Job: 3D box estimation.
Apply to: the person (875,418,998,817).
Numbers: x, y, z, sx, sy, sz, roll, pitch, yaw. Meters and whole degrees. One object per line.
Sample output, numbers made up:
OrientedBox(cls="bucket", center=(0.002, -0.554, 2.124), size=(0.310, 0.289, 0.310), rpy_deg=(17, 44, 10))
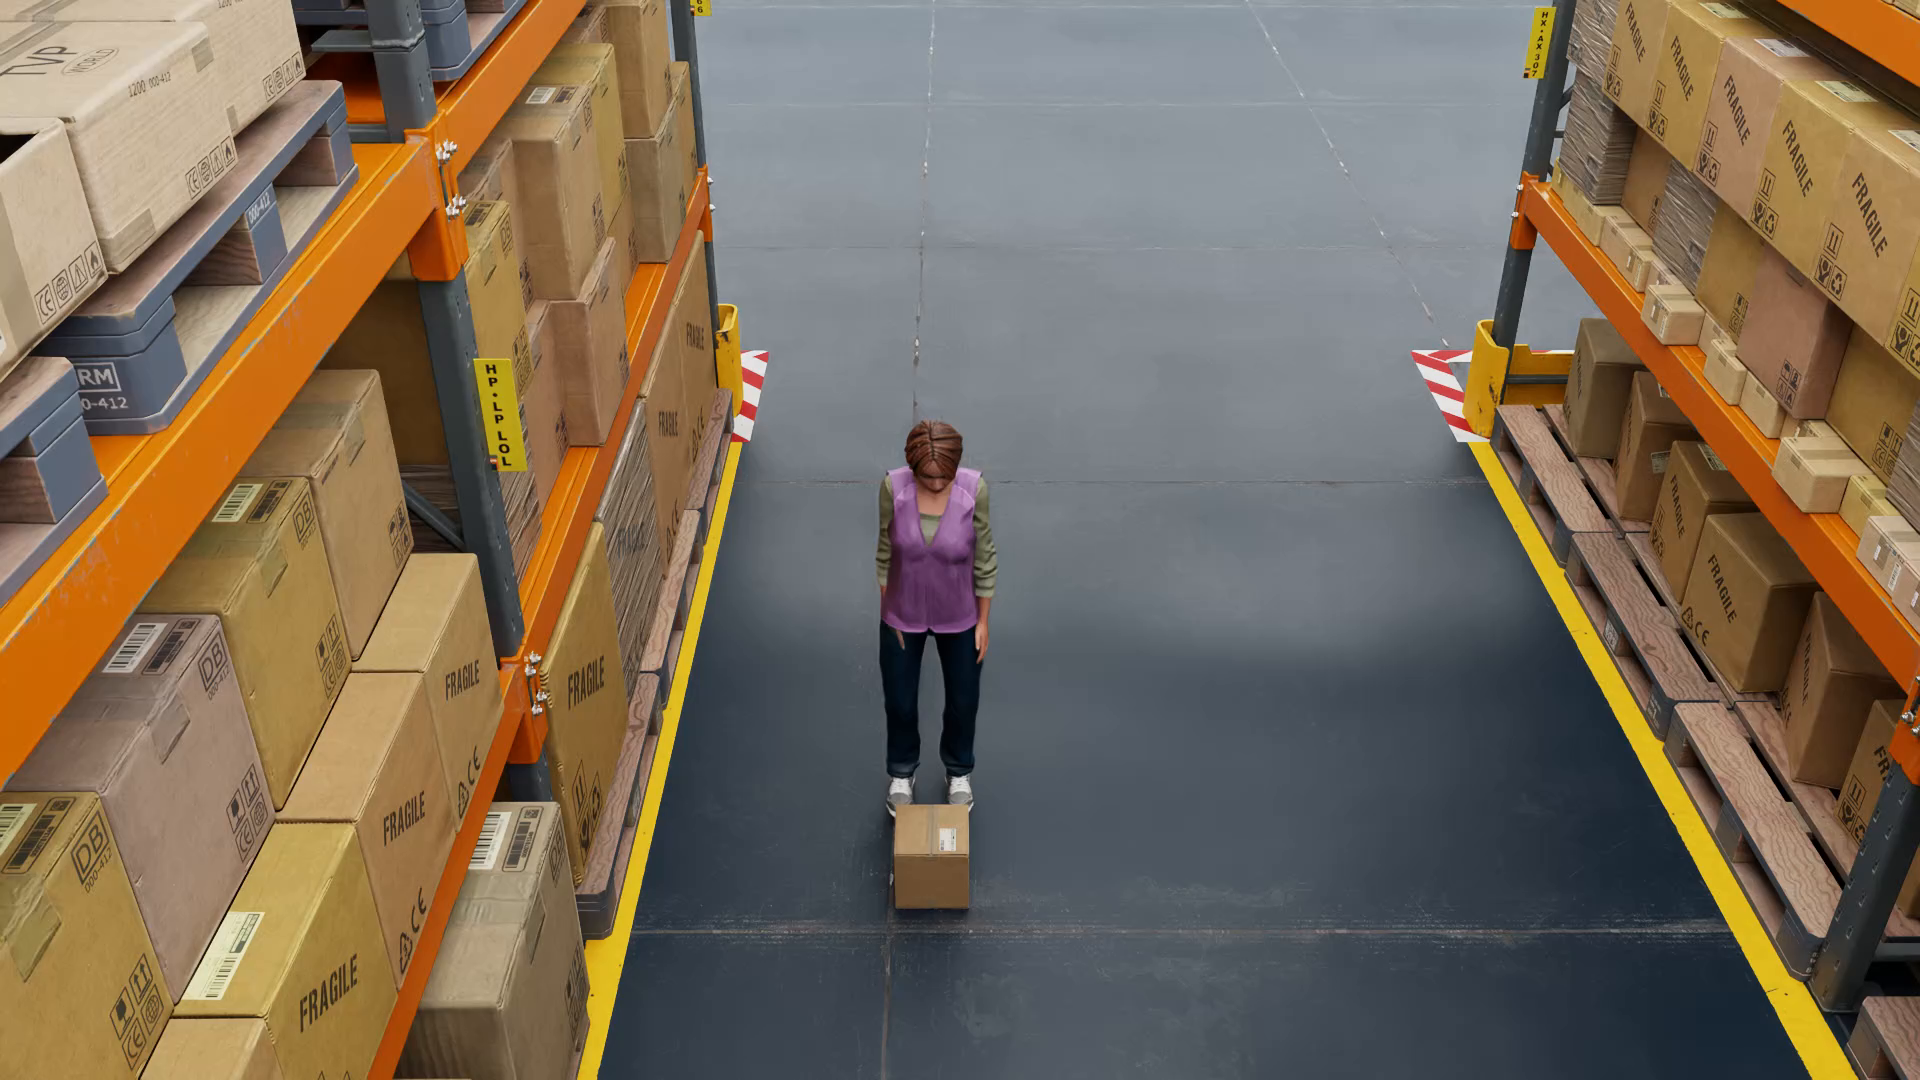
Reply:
OrientedBox(cls="person", center=(-0.078, 0.275, 5.722), size=(0.412, 1.587, 0.305), rpy_deg=(0, 32, 1))
